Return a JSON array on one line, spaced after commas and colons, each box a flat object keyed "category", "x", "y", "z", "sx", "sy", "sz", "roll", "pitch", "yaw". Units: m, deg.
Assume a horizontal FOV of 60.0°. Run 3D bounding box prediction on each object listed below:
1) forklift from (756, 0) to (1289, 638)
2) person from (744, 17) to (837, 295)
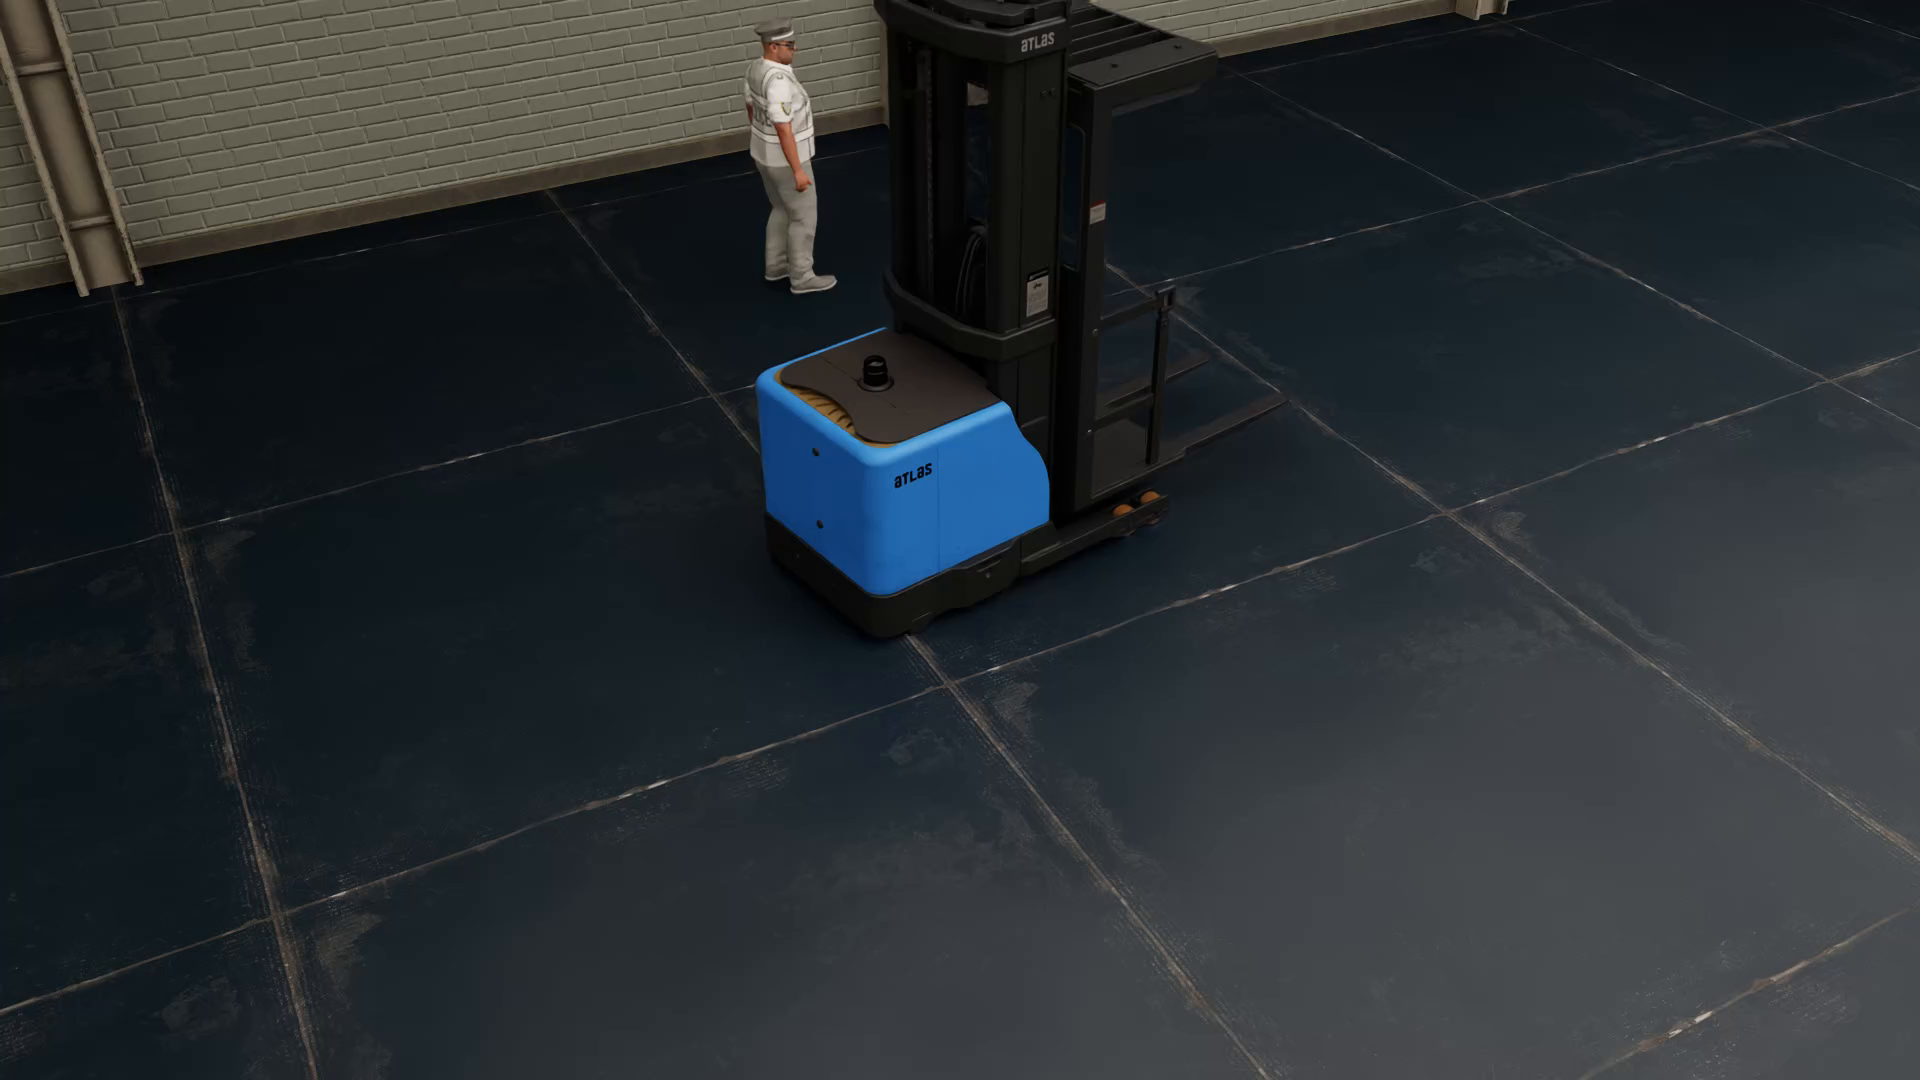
[{"category": "forklift", "x": 0.477, "y": -1.430, "z": 8.146, "sx": 3.031, "sy": 2.935, "sz": 1.130, "roll": -25, "pitch": 42, "yaw": -31}, {"category": "person", "x": -1.093, "y": -2.443, "z": 10.596, "sx": 0.441, "sy": 1.761, "sz": 0.651, "roll": -18, "pitch": 39, "yaw": -24}]
